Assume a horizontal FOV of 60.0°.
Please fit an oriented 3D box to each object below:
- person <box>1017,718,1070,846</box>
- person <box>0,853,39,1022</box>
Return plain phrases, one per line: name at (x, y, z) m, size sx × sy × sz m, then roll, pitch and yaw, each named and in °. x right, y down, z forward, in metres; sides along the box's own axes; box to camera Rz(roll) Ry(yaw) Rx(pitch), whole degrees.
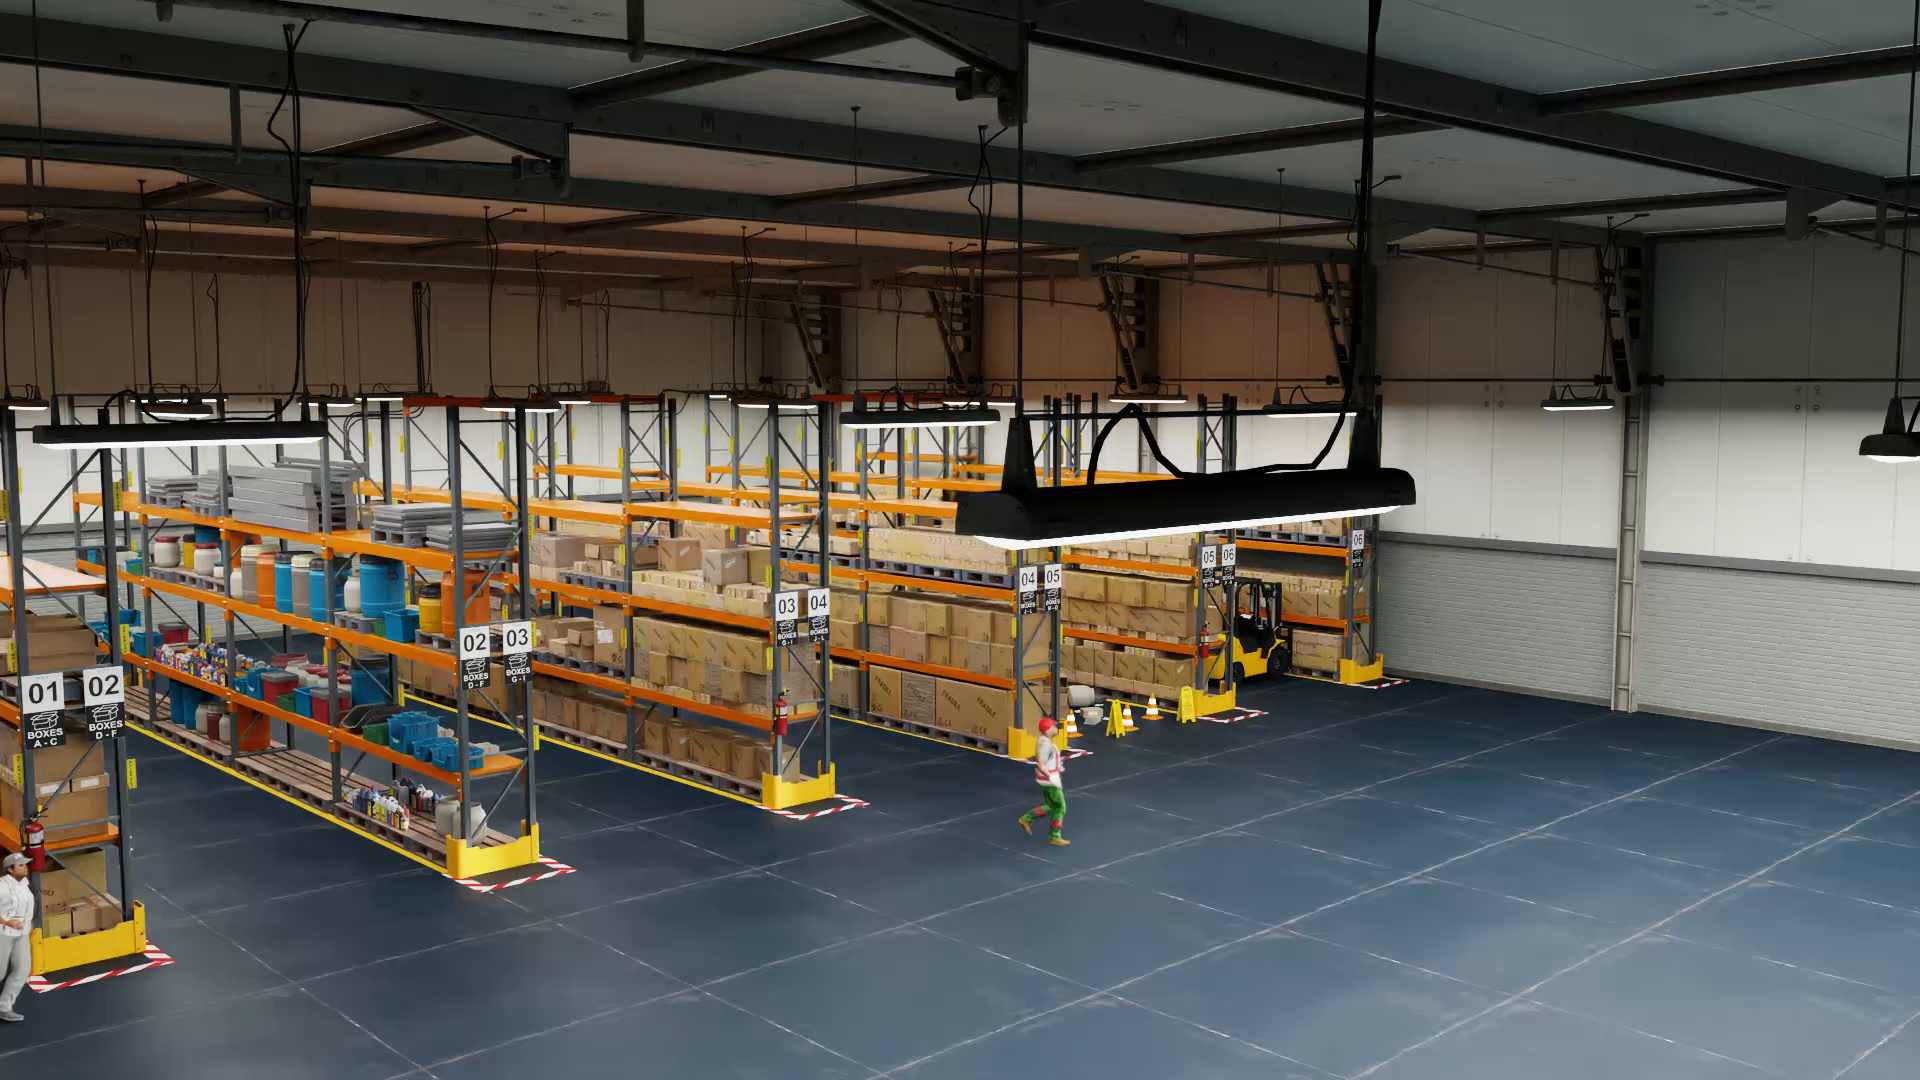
person at (1.140, 3.281, 22.591) m, size 0.732 × 1.767 × 0.652 m, roll -1°, pitch 6°, yaw -7°
person at (-9.592, 3.943, 16.662) m, size 0.741 × 1.603 × 0.668 m, roll 1°, pitch 6°, yaw 12°
